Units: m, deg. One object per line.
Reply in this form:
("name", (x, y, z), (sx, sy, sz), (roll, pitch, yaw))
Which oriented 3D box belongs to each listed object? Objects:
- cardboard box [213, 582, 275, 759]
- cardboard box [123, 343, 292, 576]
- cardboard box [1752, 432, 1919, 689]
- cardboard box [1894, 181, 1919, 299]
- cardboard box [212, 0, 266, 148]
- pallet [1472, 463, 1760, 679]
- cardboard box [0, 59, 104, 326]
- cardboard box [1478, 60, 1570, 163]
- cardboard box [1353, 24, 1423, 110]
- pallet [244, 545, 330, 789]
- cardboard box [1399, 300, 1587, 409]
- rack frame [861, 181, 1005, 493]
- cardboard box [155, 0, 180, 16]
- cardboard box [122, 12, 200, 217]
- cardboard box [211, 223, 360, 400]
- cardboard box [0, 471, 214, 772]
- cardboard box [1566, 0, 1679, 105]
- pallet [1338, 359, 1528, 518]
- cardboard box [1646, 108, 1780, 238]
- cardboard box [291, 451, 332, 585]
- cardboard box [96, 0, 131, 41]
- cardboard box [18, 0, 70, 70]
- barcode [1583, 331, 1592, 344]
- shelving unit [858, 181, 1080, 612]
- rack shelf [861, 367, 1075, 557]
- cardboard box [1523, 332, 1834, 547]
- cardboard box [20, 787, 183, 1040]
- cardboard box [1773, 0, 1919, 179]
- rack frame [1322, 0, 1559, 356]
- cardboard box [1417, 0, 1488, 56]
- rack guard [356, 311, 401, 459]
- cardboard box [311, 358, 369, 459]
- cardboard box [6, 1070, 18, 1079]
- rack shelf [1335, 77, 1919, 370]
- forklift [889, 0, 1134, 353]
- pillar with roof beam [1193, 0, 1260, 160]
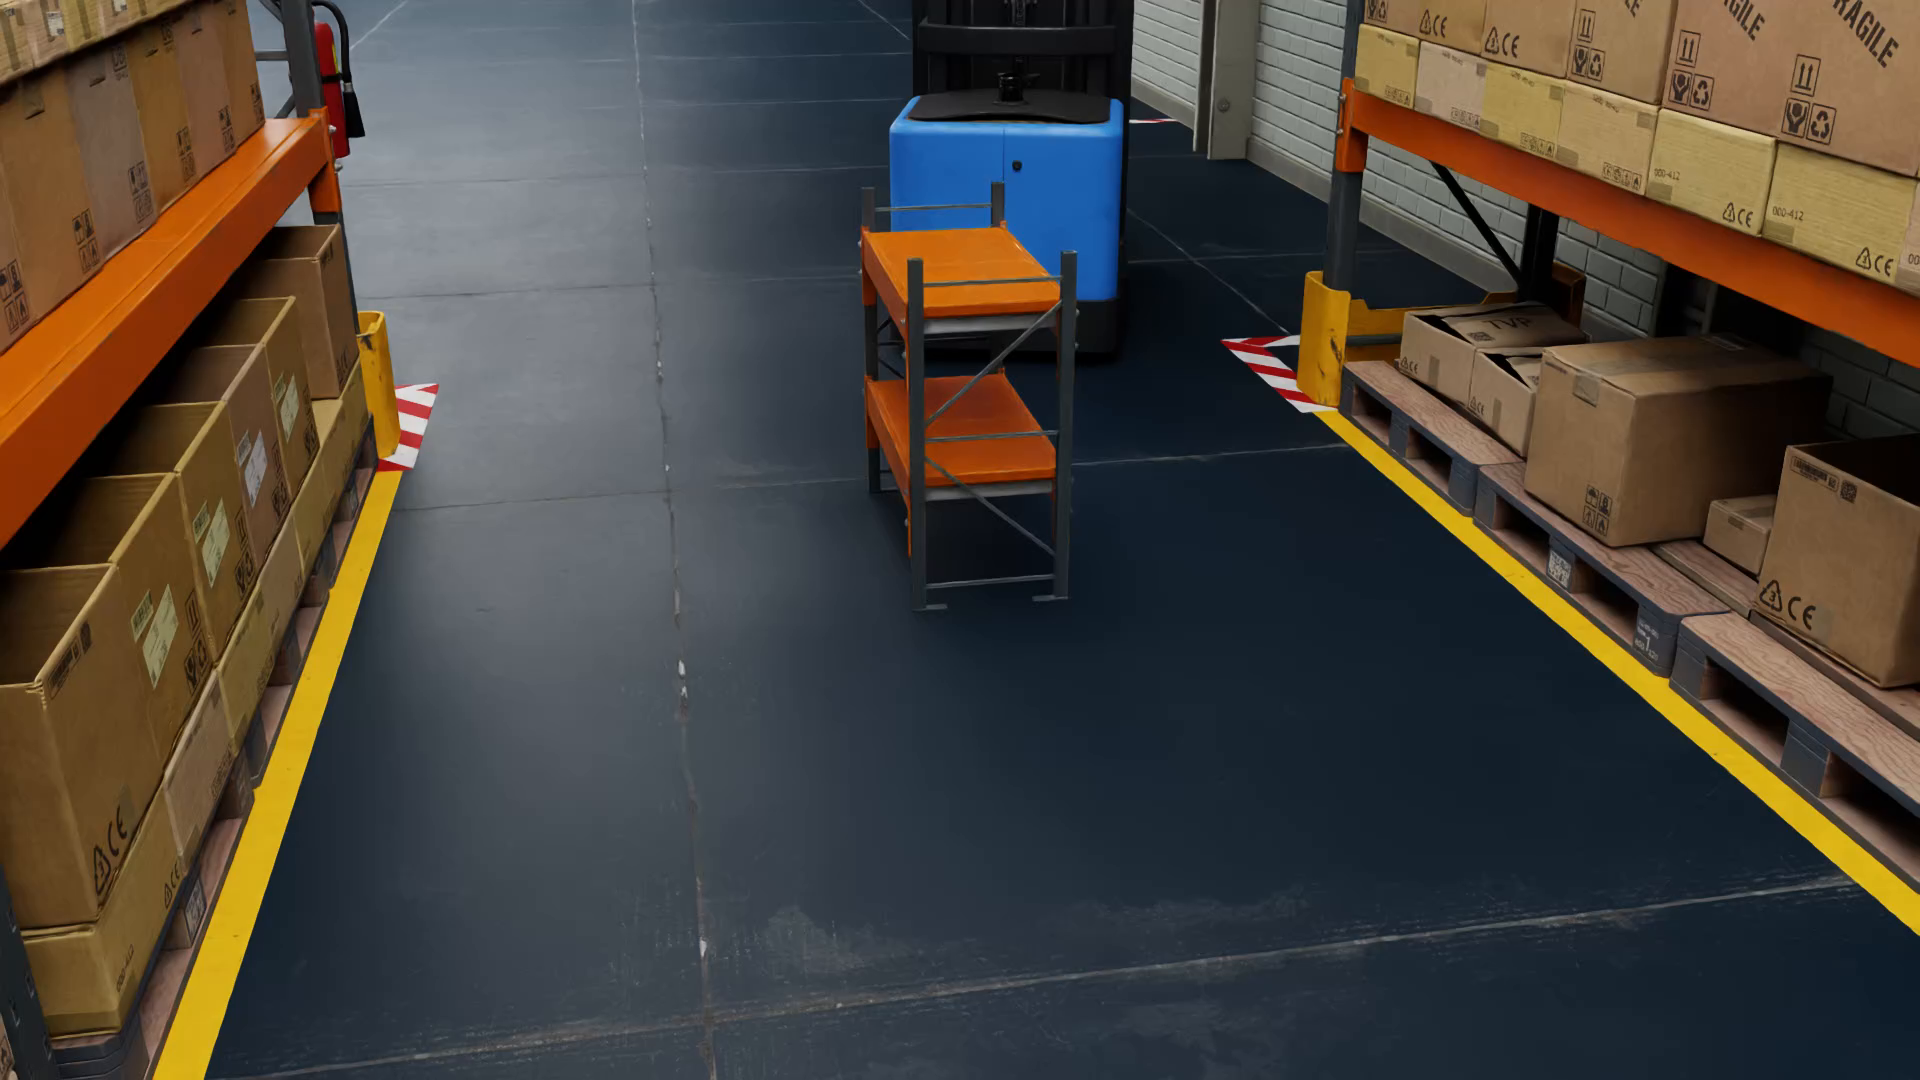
("cardboard box", (-2.034, 0.336, 4.144), (0.500, 0.250, 0.500), (-4, 24, -10))
("cardboard box", (-2.129, -0.204, 4.444), (0.500, 0.500, 0.500), (-4, 24, -10))
("cardboard box", (2.564, 0.038, 4.489), (0.500, 0.500, 0.500), (-6, 24, -14))
("cardboard box", (2.410, -0.605, 3.550), (0.500, 0.250, 0.500), (-4, 24, -10))
("cardboard box", (-2.738, -1.567, 5.466), (0.700, 0.500, 0.500), (-4, 24, -10))
("pallet", (2.408, 0.035, 5.407), (1.003, 0.211, 1.213), (-4, 24, -10))
("cardboard box", (-2.353, -0.757, 3.611), (0.700, 0.500, 0.500), (-4, 24, -9))
("cardboard box", (2.033, -1.395, 5.359), (0.500, 0.250, 0.500), (-5, 24, -11))
("cardboard box", (1.834, -1.799, 6.284), (0.500, 0.250, 0.500), (-5, 24, -11))
("pallet", (-2.407, 0.348, 4.689), (1.003, 0.211, 1.213), (-4, 24, -10))
("cardboard box", (2.096, -0.765, 6.563), (0.500, 0.311, 0.500), (-7, 25, -16))
("rack frame", (-0.093, -0.713, 5.977), (0.500, 1.125, 0.032), (-4, 24, -10))
("cardboard box", (-2.363, -1.507, 4.518), (0.380, 0.149, 0.250), (-4, 24, -8))
("cardboard box", (-2.550, -1.165, 4.546), (0.700, 0.500, 0.500), (-4, 24, -9))
("cardboard box", (-2.420, -0.793, 5.792), (0.500, 0.500, 0.500), (-4, 24, -10))
("cardboard box", (-1.950, 0.189, 3.542), (0.500, 0.500, 0.500), (-4, 24, -10))
("cardboard box", (2.127, -1.547, 4.771), (0.500, 0.500, 0.500), (-4, 24, -8))
("pallet", (2.186, -0.444, 6.504), (1.003, 0.211, 1.213), (-4, 24, -10))
("cardboard box", (2.218, -0.999, 4.451), (0.500, 0.250, 0.500), (-4, 24, -10))
("cardboard box", (-2.224, -0.057, 5.044), (0.500, 0.250, 0.500), (-4, 24, -10))
("cardboard box", (-2.265, -1.303, 4.051), (0.380, 0.149, 0.250), (-5, 24, -10))
("cardboard box", (-2.173, -1.103, 3.591), (0.380, 0.149, 0.250), (-5, 24, -11))
("barcode", (2.492, -0.792, 6.613), (0.001, 0.075, 0.075), (-4, 24, -10))
("shelving unit", (0.001, -0.513, 5.519), (0.538, 1.125, 1.048), (-4, 24, -10))
("rack shelf", (0.001, -0.289, 5.617), (0.538, 0.278, 1.000), (-4, 24, -10))
("cardboard box", (2.287, -0.335, 5.343), (0.700, 0.500, 0.500), (-6, 24, -13))
("cardboard box", (-1.860, 0.730, 3.242), (0.500, 0.250, 0.500), (-4, 24, -10))
("cardboard box", (2.306, -1.144, 3.847), (0.500, 0.500, 0.500), (-4, 24, -10))
("rack frame", (2.056, -2.074, 6.752), (1.000, 3.000, 0.127), (-4, 24, -10))
("cardboard box", (1.931, -1.953, 5.700), (0.500, 0.500, 0.500), (-4, 24, -10))
("rack guard", (-2.816, -0.570, 6.431), (1.175, 0.500, 0.348), (-4, 24, -10))
("cardboard box", (-2.422, -0.450, 5.942), (0.500, 0.250, 0.500), (-4, 24, -10))
("cardboard box", (-1.710, 1.076, 2.448), (0.500, 0.250, 0.500), (-5, 24, -10))
("rack shelf", (2.426, -0.958, 5.094), (1.077, 0.370, 4.000), (-4, 24, -10))
("forklift", (0.332, -2.741, 8.363), (1.130, 2.935, 3.031), (2, 24, 5))
("pillar with roof beam", (-2.305, -6.654, 9.741), (9.100, 9.000, 0.400), (-4, 24, -10))
